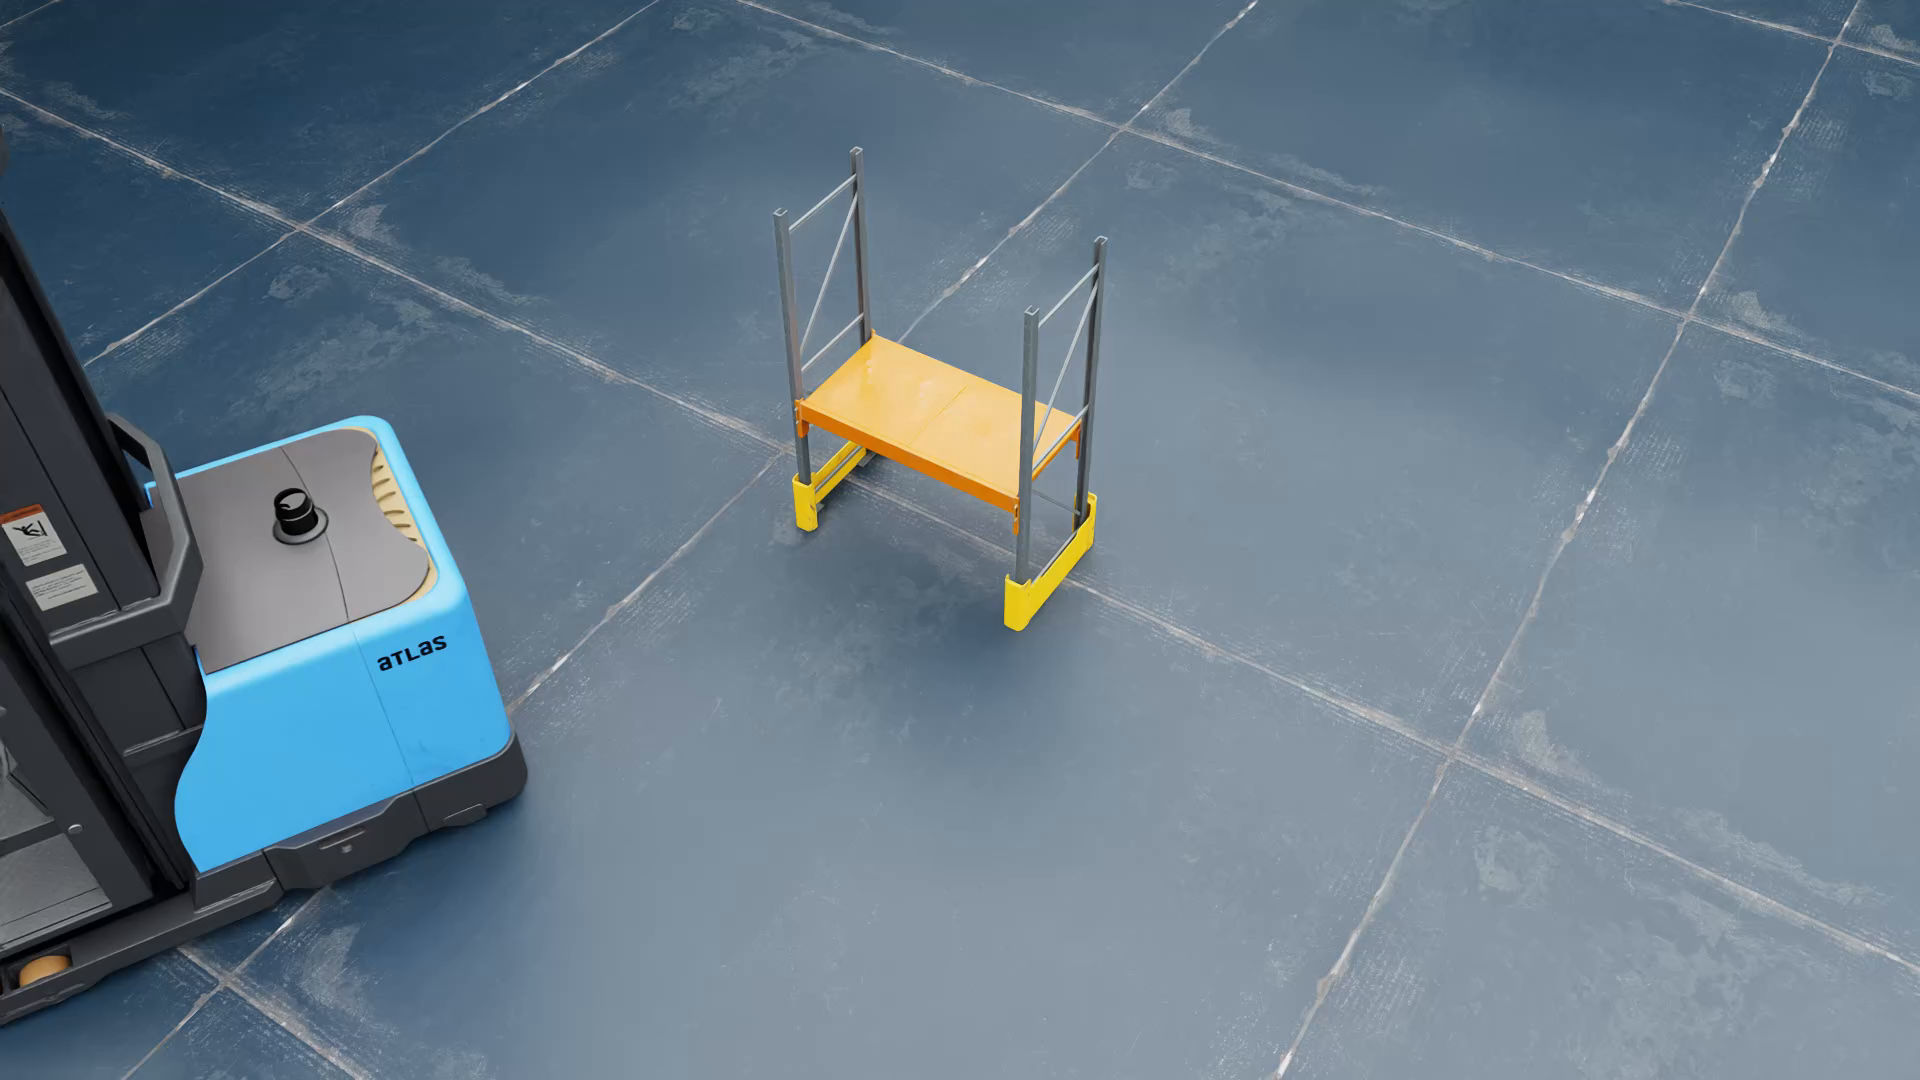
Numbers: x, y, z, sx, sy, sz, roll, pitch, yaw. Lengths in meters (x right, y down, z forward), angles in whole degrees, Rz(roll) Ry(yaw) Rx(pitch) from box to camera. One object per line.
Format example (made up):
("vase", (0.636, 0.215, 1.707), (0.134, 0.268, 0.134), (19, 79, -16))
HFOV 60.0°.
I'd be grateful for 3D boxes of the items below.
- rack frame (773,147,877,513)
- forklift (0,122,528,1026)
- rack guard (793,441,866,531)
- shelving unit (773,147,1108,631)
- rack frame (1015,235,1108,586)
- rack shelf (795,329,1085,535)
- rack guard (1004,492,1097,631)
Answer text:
("rack frame", (-0.500, -0.753, 6.435), (0.032, 1.500, 0.500), (25, 51, 22))
("forklift", (-3.060, 0.091, 4.618), (3.031, 2.935, 1.130), (-22, 50, -20))
("rack guard", (-0.483, -0.309, 6.876), (0.087, 0.250, 0.587), (25, 51, 22))
("shelving unit", (-0.064, -0.552, 6.241), (1.083, 1.500, 0.587), (25, 51, 22))
("rack frame", (0.356, -0.359, 6.053), (0.032, 1.500, 0.500), (25, 51, 22))
("rack shelf", (-0.072, -0.430, 6.373), (1.000, 0.185, 0.538), (25, 51, 22))
("rack guard", (0.355, 0.076, 6.502), (0.087, 0.250, 0.587), (25, 51, 22))
